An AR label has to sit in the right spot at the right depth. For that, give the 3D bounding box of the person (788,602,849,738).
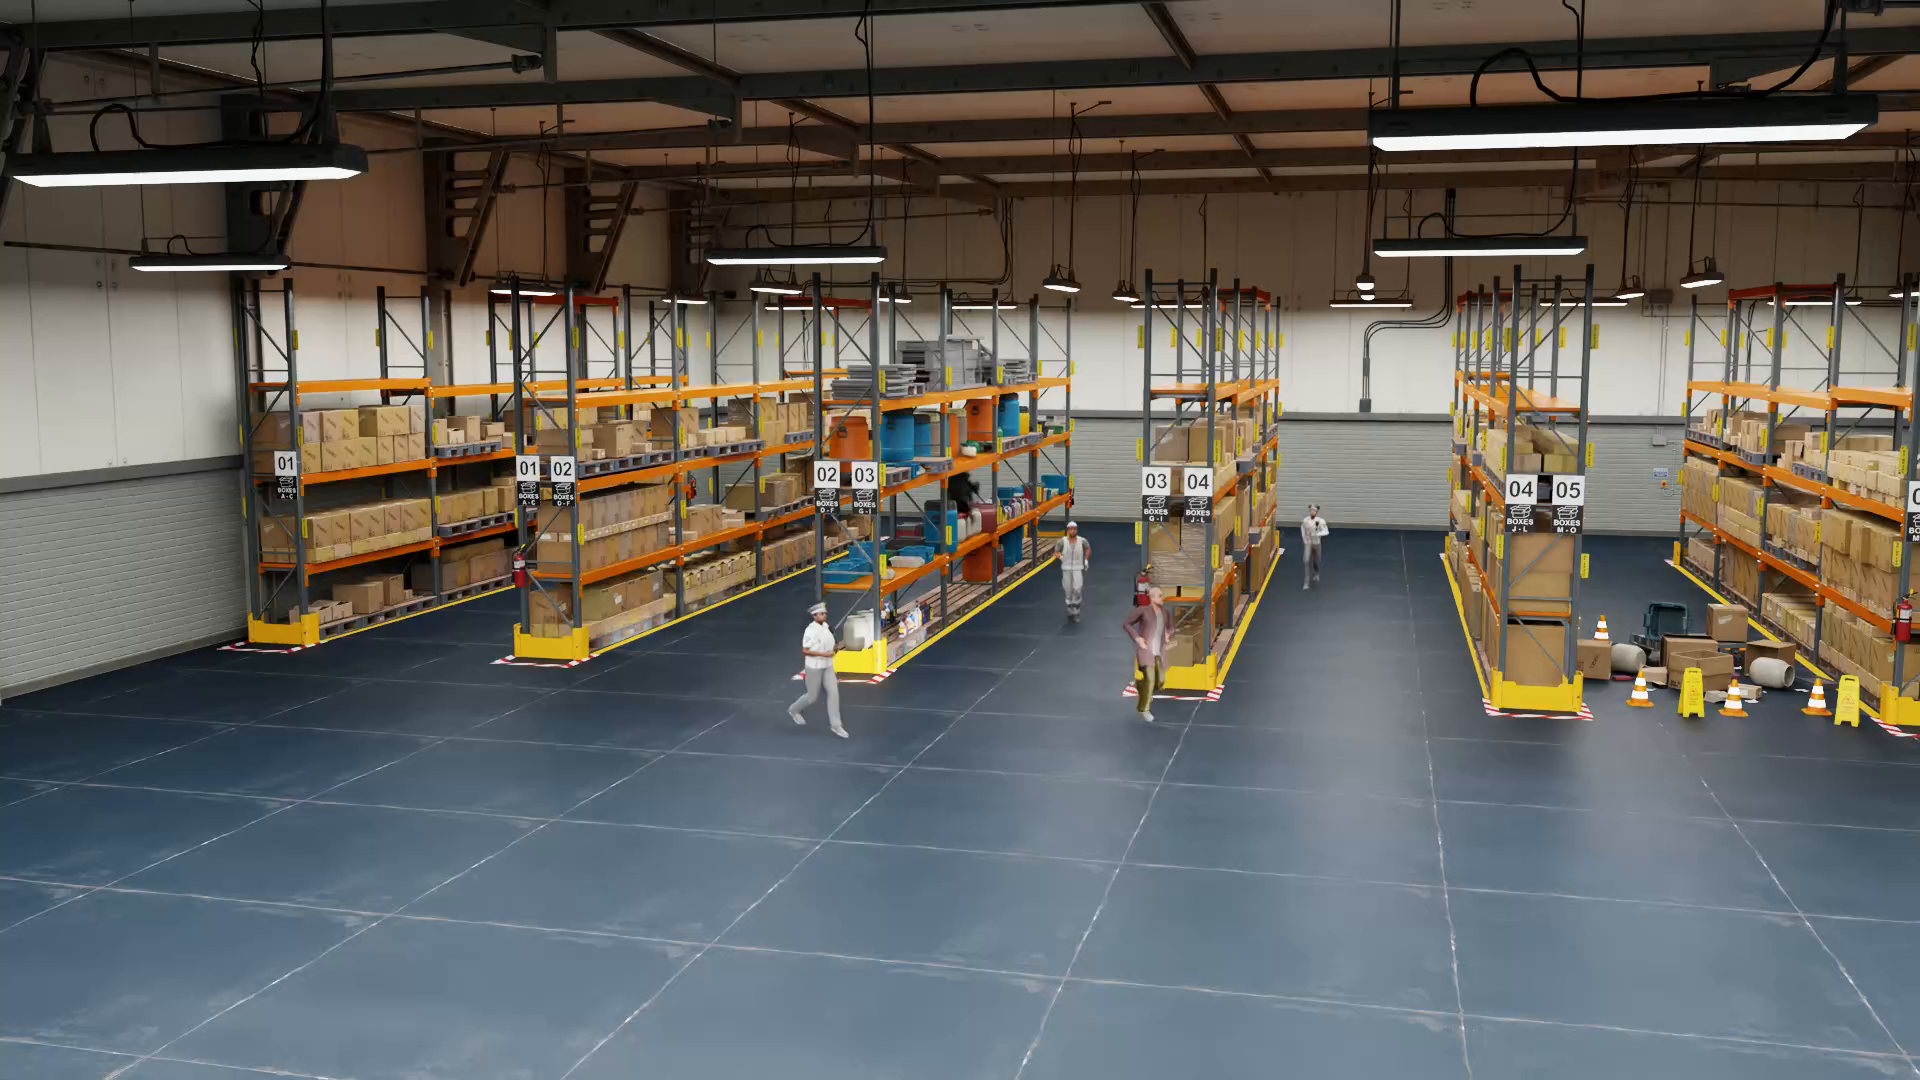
[{"bbox_3d":[-1.807,1.629,21.165,0.924,1.712,0.579,5,8,36],"label":"person"}]

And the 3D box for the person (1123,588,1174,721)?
[{"bbox_3d":[2.572,1.528,22.356,0.739,1.673,0.800,-4,8,-28],"label":"person"}]

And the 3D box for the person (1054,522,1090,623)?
[{"bbox_3d":[1.989,0.577,29.667,0.635,1.825,0.749,1,7,8],"label":"person"}]

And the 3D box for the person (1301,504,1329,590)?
[{"bbox_3d":[7.211,0.125,33.854,0.582,1.746,0.946,2,7,19],"label":"person"}]
